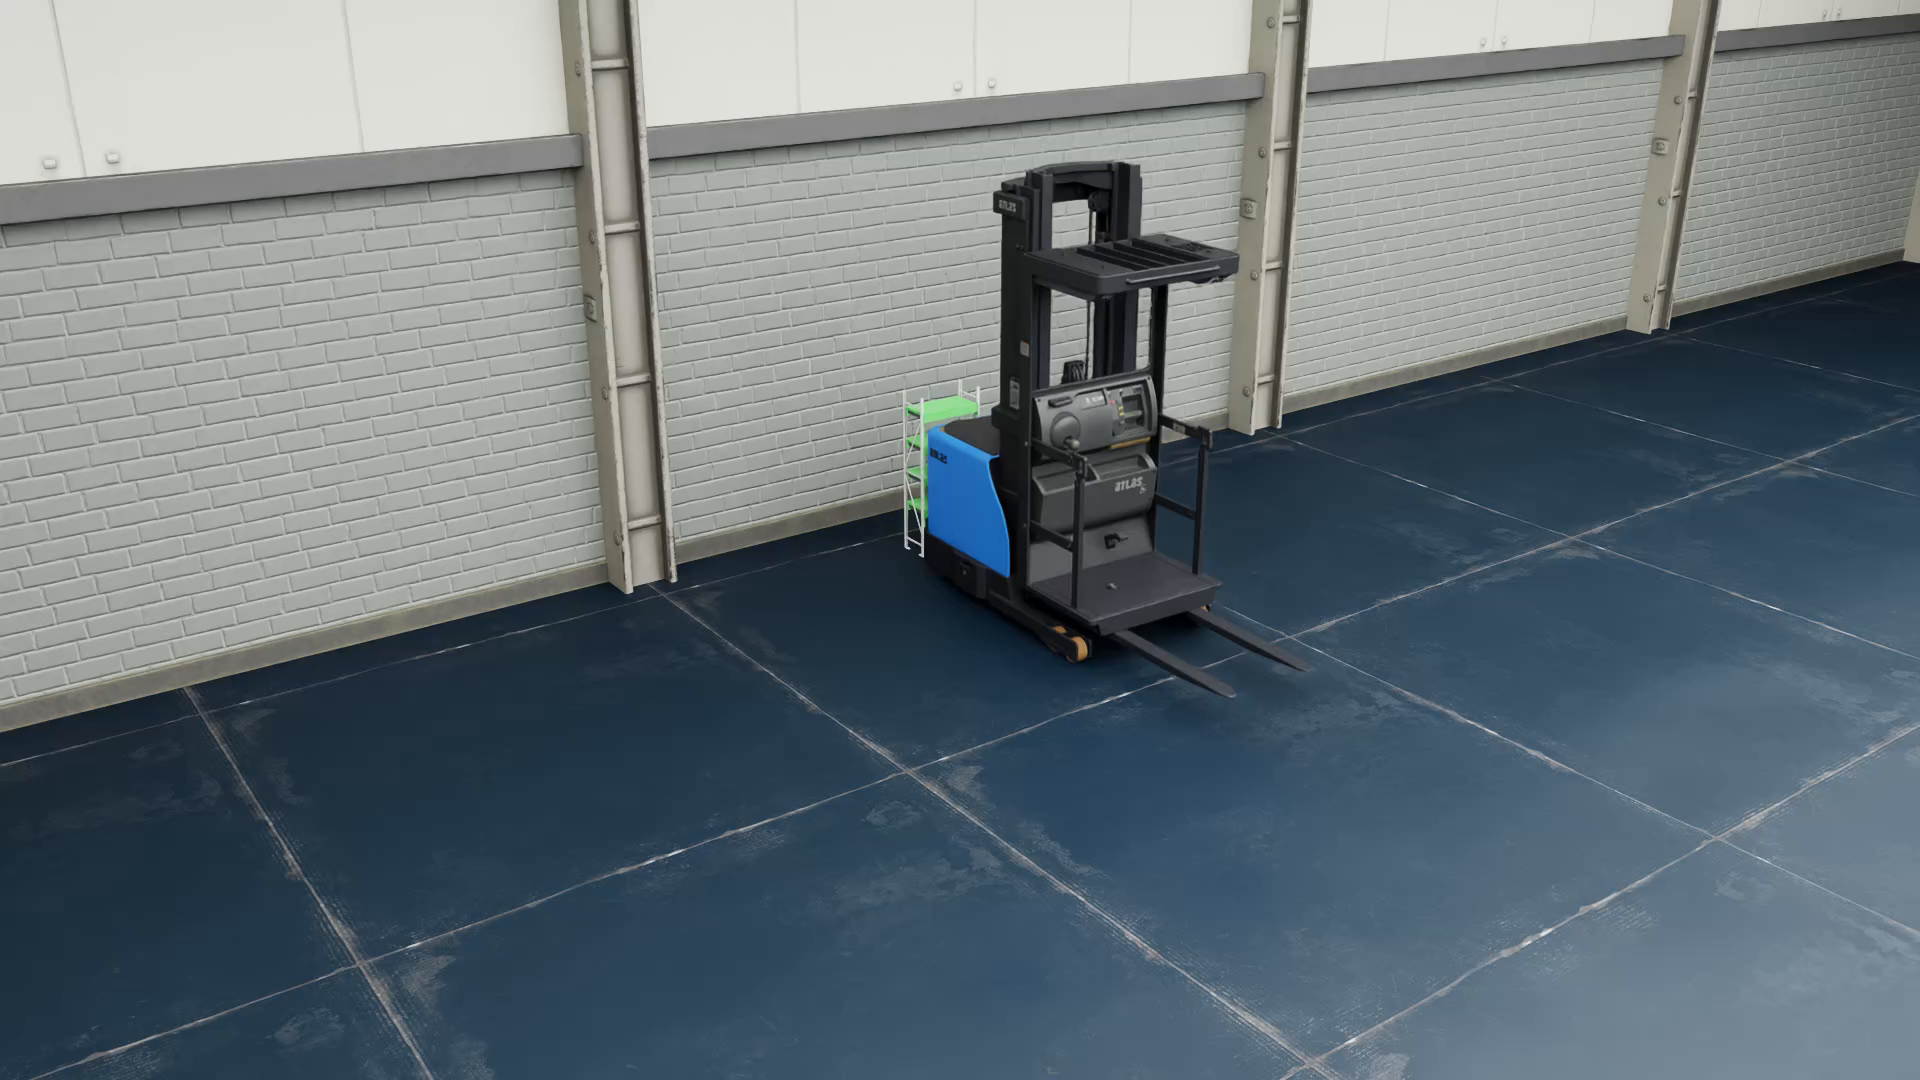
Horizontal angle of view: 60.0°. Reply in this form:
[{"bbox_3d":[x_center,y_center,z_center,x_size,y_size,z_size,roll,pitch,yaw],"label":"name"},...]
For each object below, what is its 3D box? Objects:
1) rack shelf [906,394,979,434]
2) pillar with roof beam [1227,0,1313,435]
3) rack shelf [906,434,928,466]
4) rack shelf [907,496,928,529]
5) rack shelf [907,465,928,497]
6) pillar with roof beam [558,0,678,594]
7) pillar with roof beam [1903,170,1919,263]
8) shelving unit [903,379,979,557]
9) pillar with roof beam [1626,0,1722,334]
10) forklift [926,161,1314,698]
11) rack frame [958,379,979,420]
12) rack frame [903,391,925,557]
[{"bbox_3d":[-0.134,-0.908,11.930,0.480,0.148,0.258,-15,26,-33],"label":"rack shelf"},{"bbox_3d":[5.153,-3.900,10.028,0.400,9.000,9.100,-15,26,-33],"label":"pillar with roof beam"},{"bbox_3d":[-0.134,-0.685,12.019,0.480,0.148,0.258,-15,26,-33],"label":"rack shelf"},{"bbox_3d":[-0.134,-0.239,12.197,0.480,0.148,0.258,-15,26,-33],"label":"rack shelf"},{"bbox_3d":[-0.134,-0.462,12.108,0.480,0.148,0.258,-15,26,-33],"label":"rack shelf"},{"bbox_3d":[0.282,-2.601,6.773,0.400,9.000,9.100,-15,26,-33],"label":"pillar with roof beam"},{"bbox_3d":[14.894,-6.497,16.537,0.400,9.000,9.100,-15,26,-33],"label":"pillar with roof beam"},{"bbox_3d":[-0.134,-0.521,12.084,0.503,1.200,0.258,-15,26,-33],"label":"shelving unit"},{"bbox_3d":[10.023,-5.199,13.282,0.400,9.000,9.100,-15,26,-33],"label":"pillar with roof beam"},{"bbox_3d":[0.990,-0.788,10.416,1.130,2.935,3.031,-14,26,-31],"label":"forklift"},{"bbox_3d":[0.064,-0.574,12.217,0.015,1.200,0.240,-15,26,-33],"label":"rack frame"},{"bbox_3d":[-0.332,-0.469,11.952,0.015,1.200,0.240,-15,26,-33],"label":"rack frame"}]
